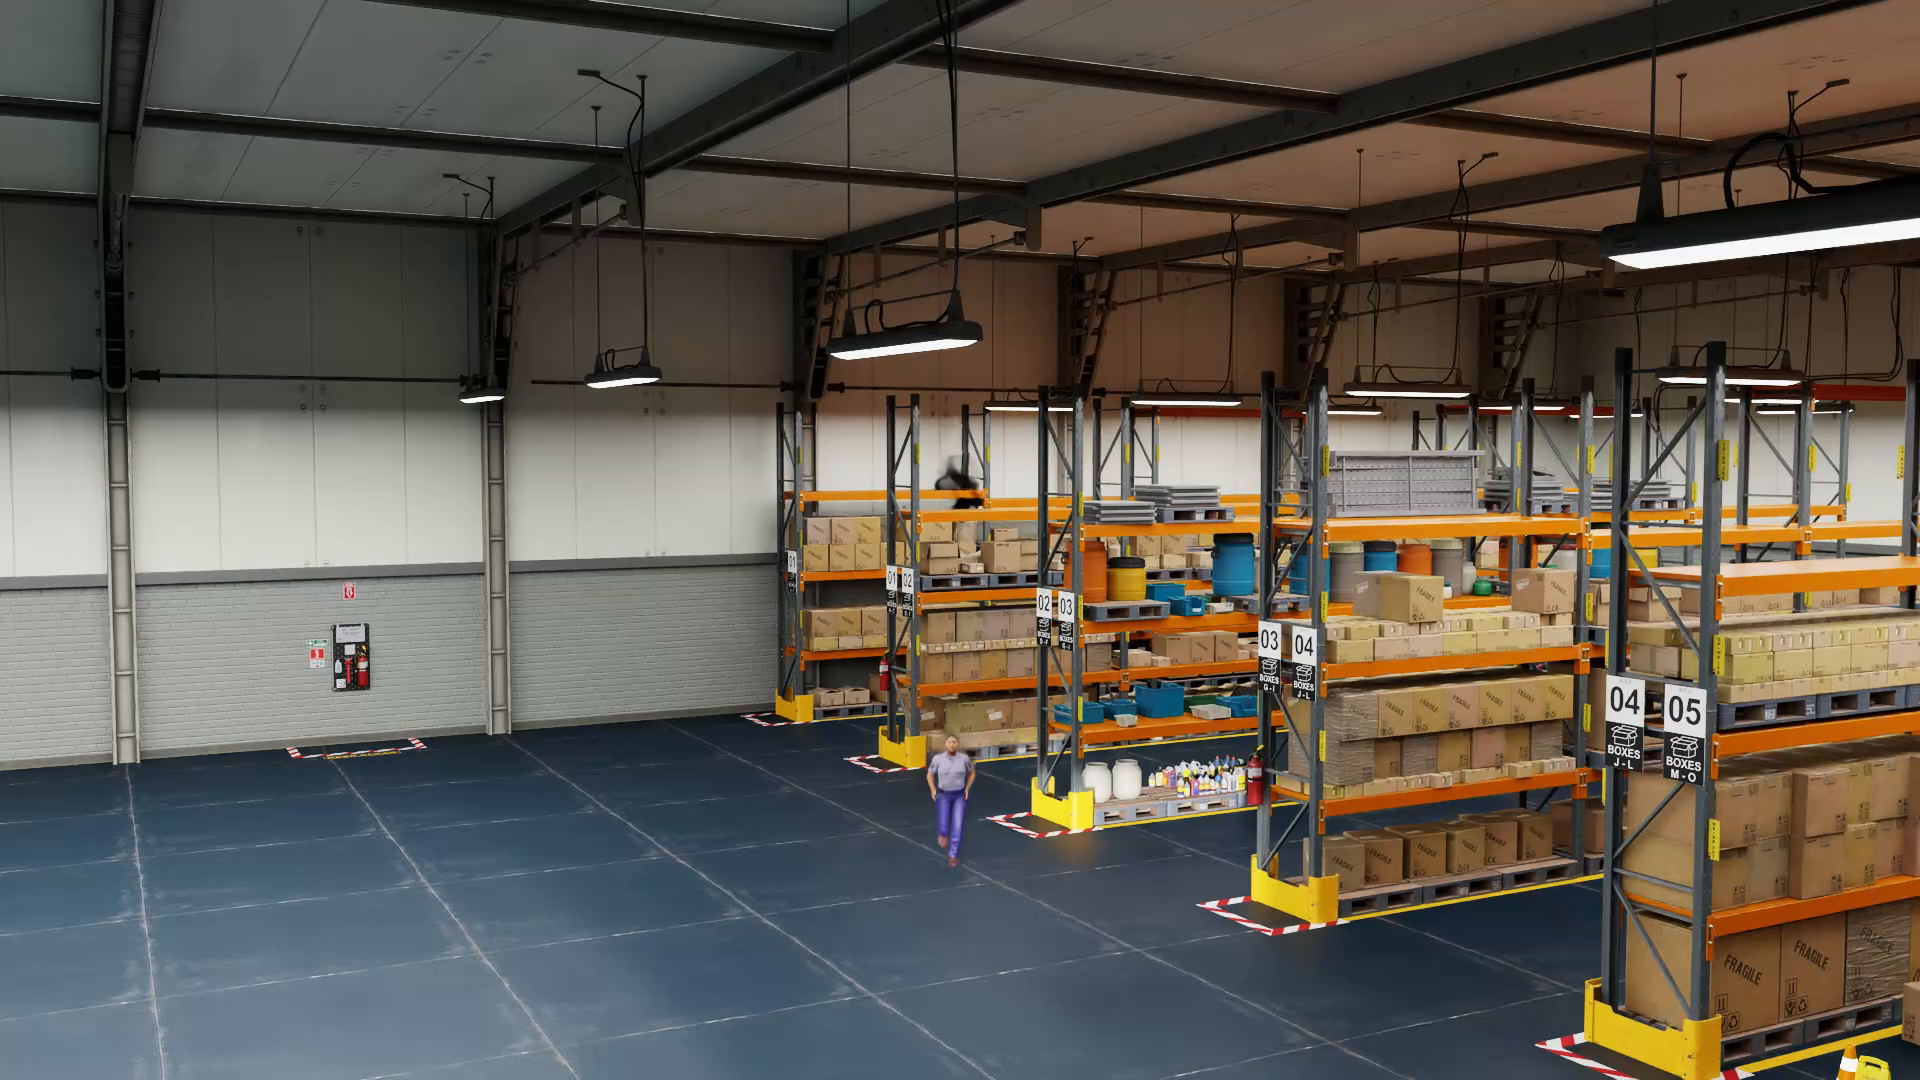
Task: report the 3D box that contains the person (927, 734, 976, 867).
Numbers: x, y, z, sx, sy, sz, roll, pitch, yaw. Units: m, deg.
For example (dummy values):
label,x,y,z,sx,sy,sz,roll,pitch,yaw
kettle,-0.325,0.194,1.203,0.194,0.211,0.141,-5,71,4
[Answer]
label,x,y,z,sx,sy,sz,roll,pitch,yaw
person,-0.103,3.206,20.671,0.609,1.611,0.634,0,3,-4
